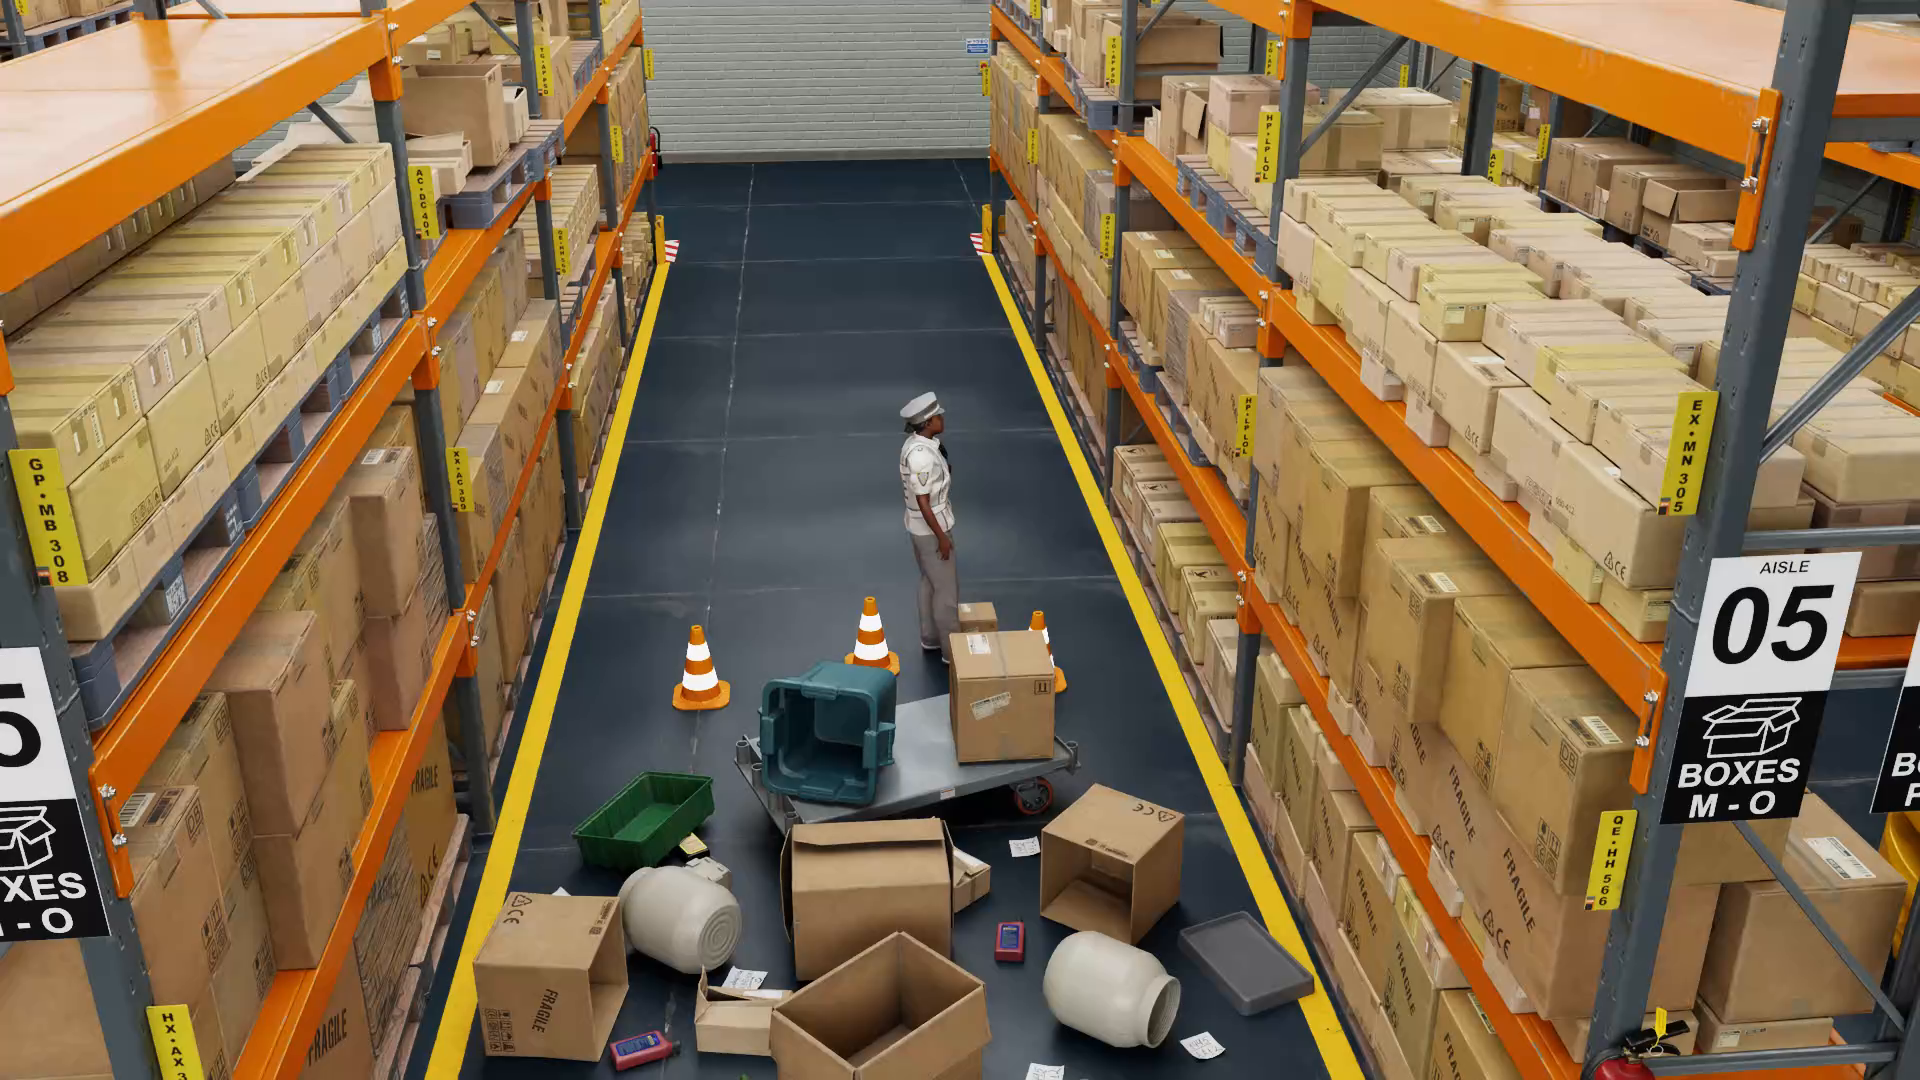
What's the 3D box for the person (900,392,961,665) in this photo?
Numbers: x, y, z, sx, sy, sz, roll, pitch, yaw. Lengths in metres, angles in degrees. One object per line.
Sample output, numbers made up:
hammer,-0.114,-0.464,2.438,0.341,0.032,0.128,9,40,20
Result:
person,-0.103,-0.079,10.216,0.528,1.695,0.569,-2,24,-5
